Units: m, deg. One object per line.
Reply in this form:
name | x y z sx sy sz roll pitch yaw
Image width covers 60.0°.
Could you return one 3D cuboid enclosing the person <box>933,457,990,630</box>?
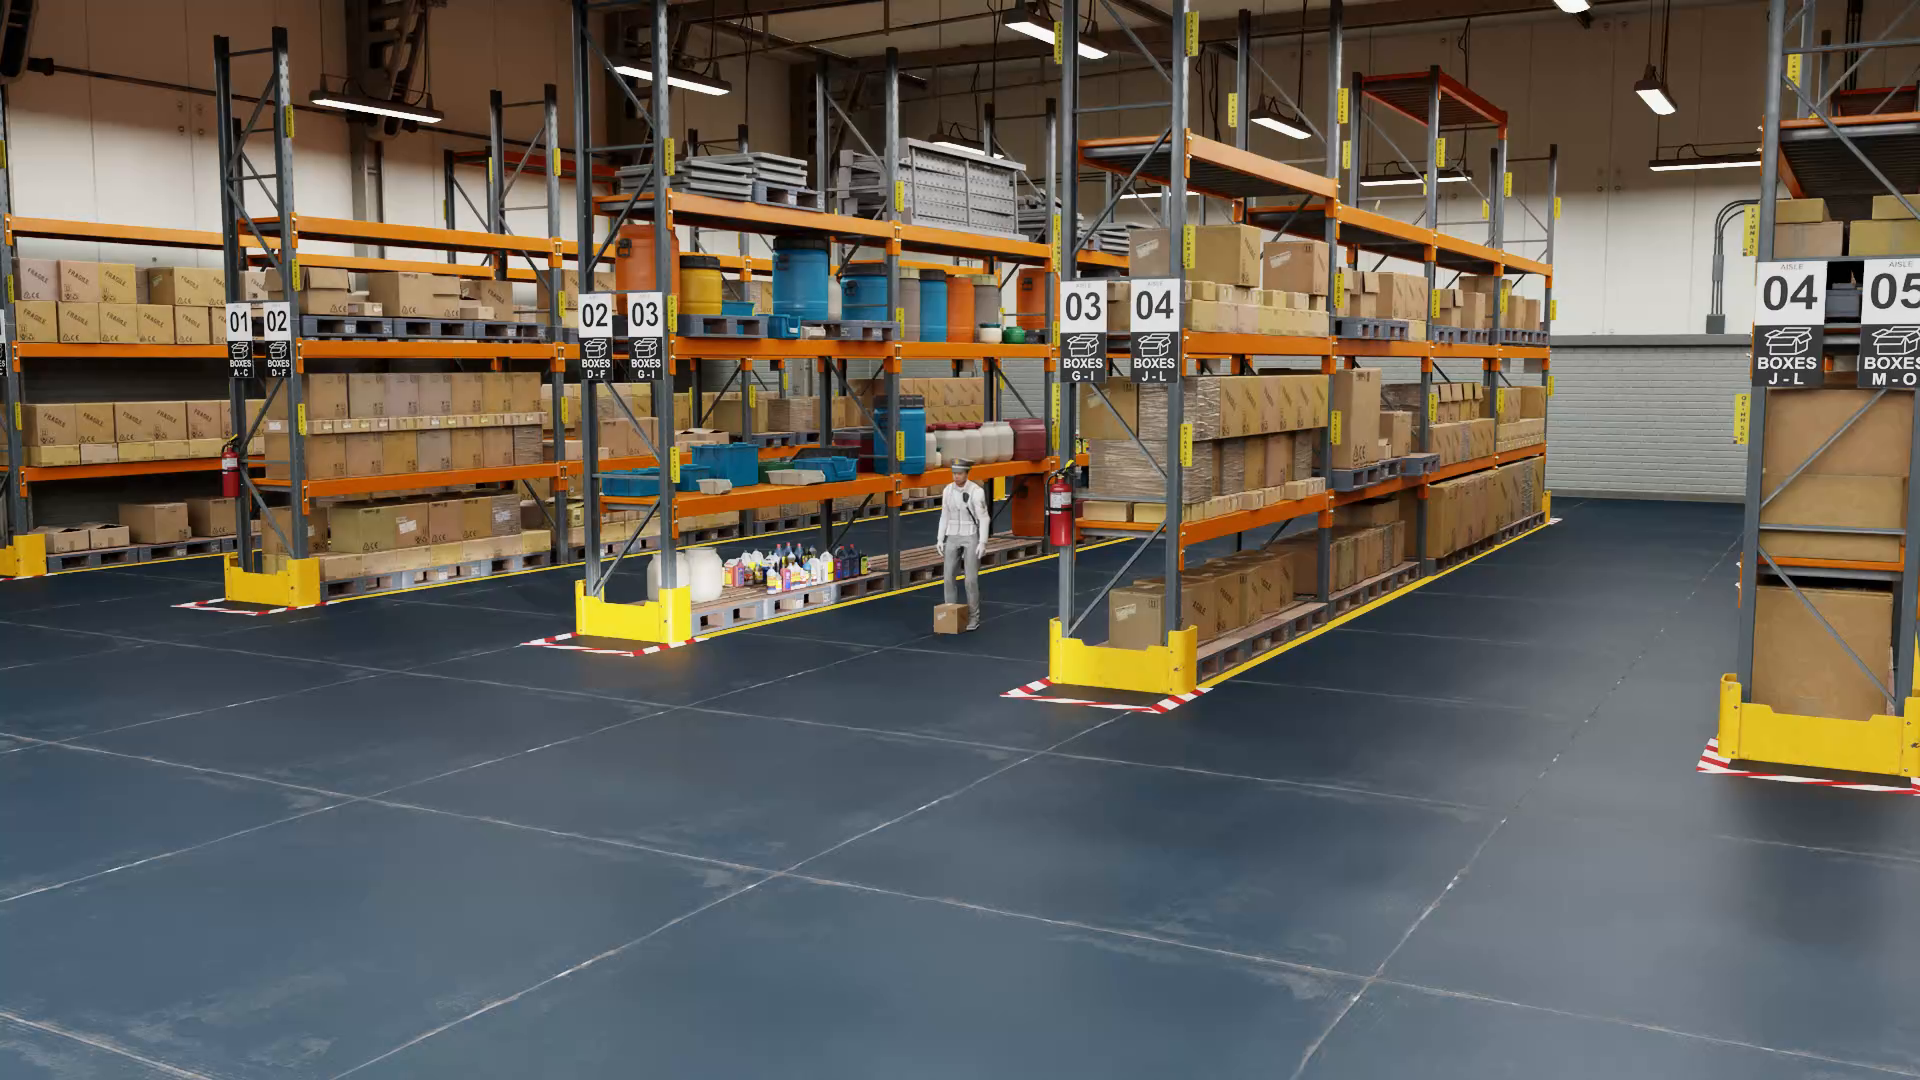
person | 0.025 0.029 16.079 0.535 1.663 0.379 3 7 28
